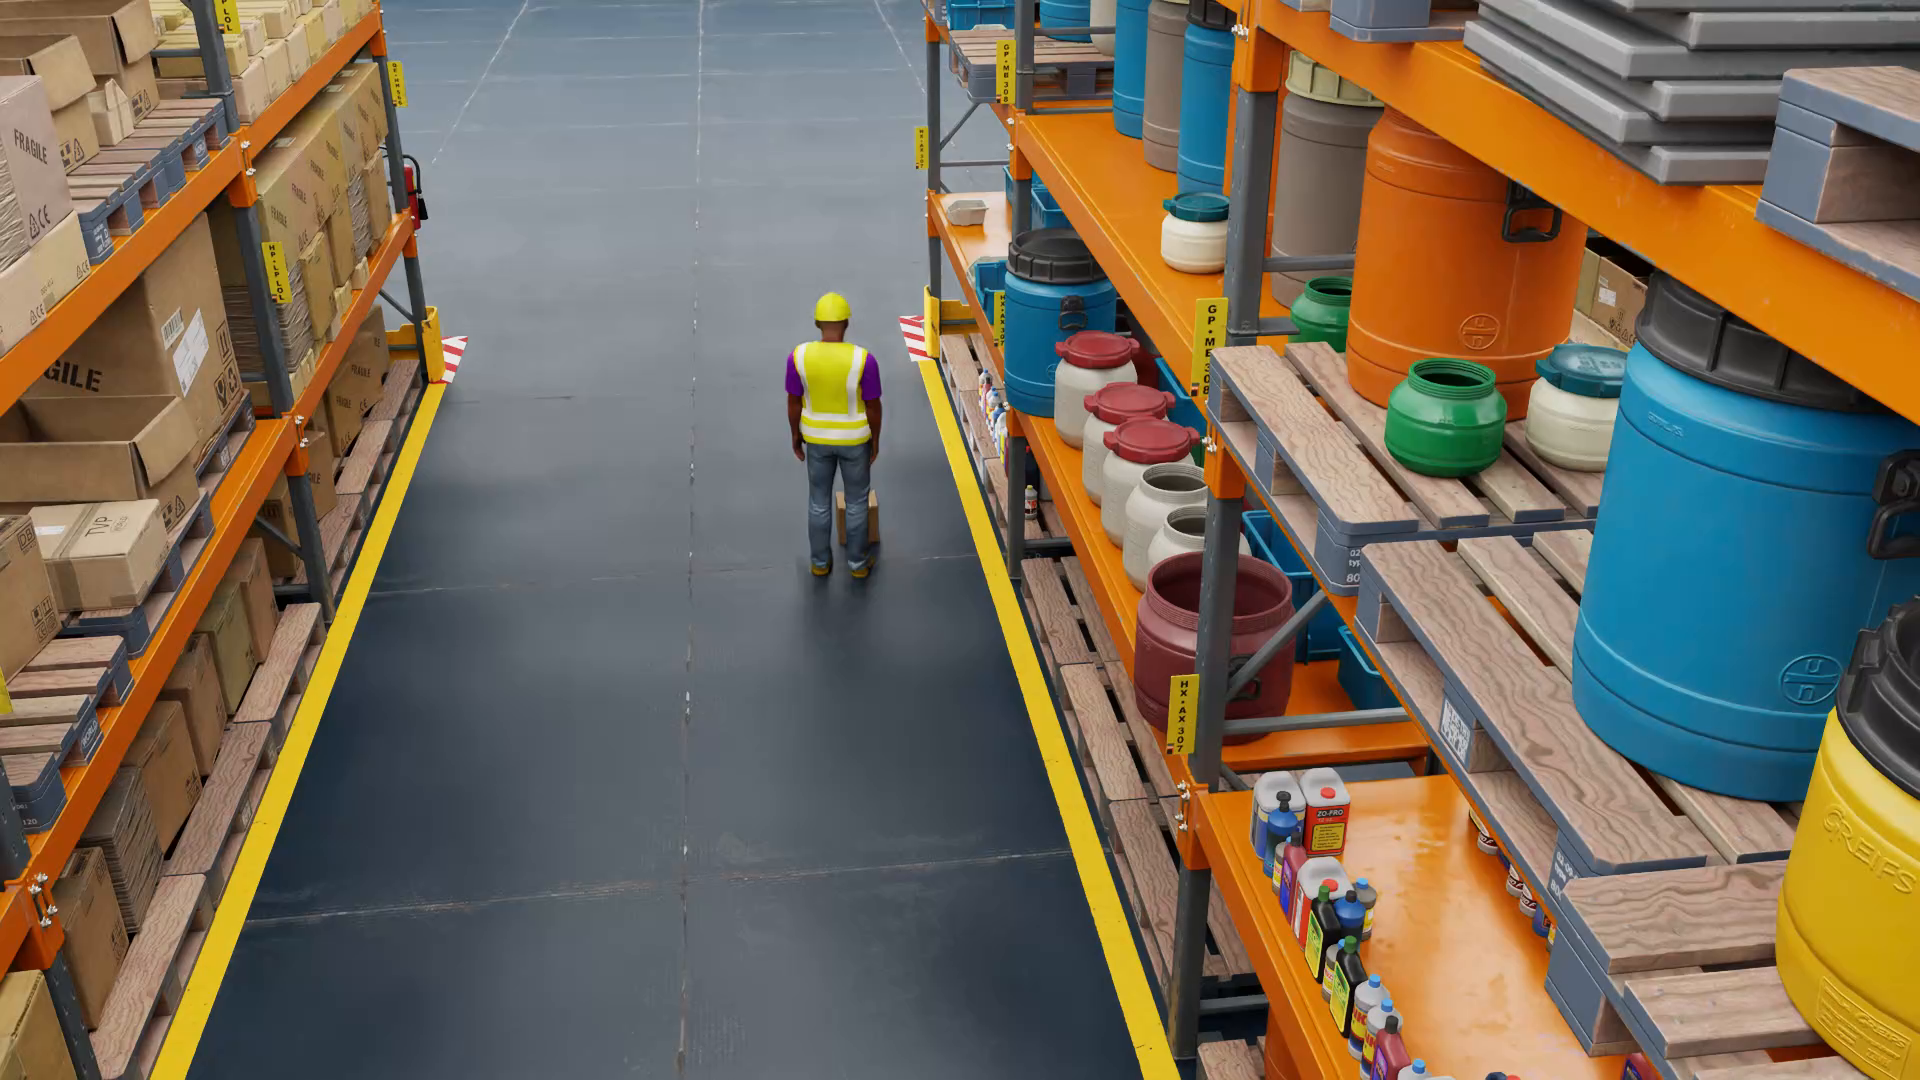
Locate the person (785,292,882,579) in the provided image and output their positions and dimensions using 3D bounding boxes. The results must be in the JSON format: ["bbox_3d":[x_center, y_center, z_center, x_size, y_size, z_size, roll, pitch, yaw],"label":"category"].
[{"bbox_3d":[-0.723,-0.611,9.782,0.564,1.770,0.380,4,27,7],"label":"person"}]
